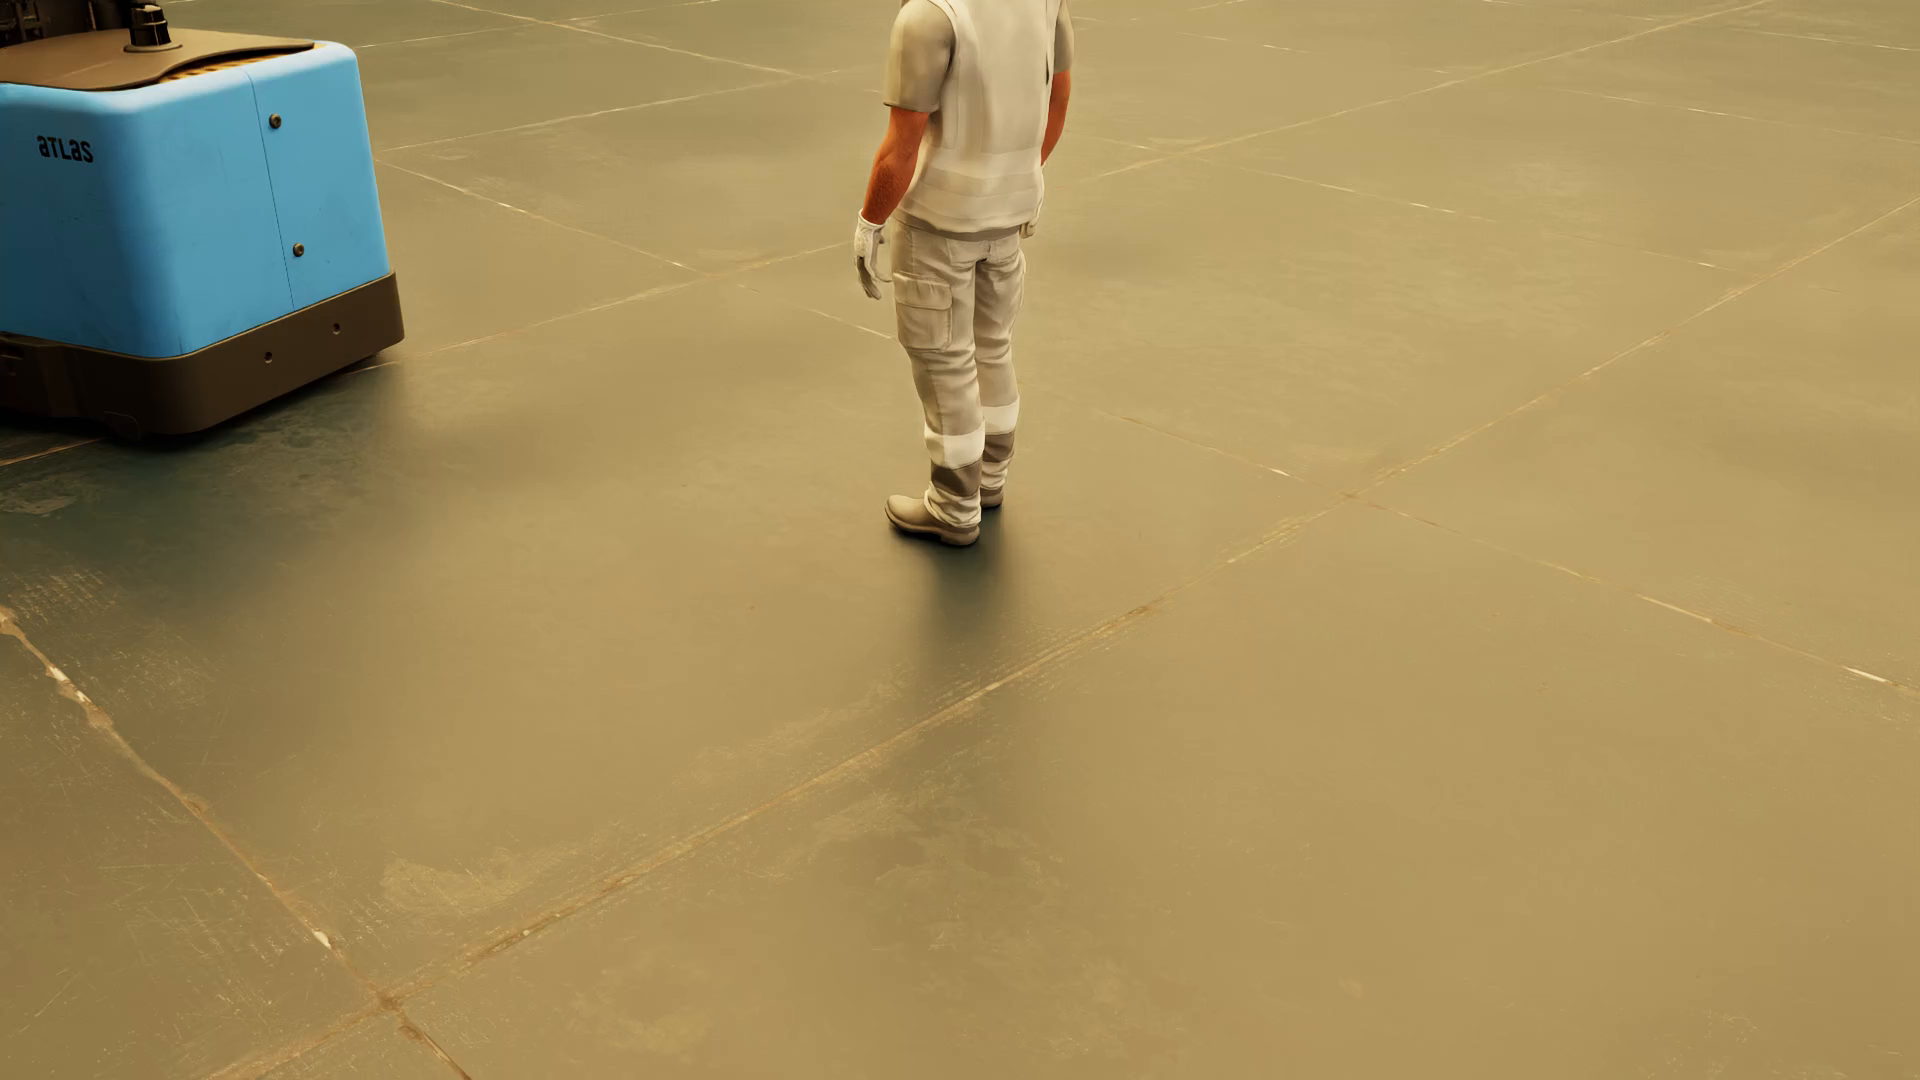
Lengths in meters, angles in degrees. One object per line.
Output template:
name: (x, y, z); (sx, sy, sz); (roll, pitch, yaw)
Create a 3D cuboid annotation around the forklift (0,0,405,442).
forklift: (-3.507, -2.034, 5.361); (3.031, 2.935, 1.130); (11, 28, 21)

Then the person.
person: (-0.049, -0.840, 4.205); (0.637, 1.787, 0.560); (-24, 35, -39)
